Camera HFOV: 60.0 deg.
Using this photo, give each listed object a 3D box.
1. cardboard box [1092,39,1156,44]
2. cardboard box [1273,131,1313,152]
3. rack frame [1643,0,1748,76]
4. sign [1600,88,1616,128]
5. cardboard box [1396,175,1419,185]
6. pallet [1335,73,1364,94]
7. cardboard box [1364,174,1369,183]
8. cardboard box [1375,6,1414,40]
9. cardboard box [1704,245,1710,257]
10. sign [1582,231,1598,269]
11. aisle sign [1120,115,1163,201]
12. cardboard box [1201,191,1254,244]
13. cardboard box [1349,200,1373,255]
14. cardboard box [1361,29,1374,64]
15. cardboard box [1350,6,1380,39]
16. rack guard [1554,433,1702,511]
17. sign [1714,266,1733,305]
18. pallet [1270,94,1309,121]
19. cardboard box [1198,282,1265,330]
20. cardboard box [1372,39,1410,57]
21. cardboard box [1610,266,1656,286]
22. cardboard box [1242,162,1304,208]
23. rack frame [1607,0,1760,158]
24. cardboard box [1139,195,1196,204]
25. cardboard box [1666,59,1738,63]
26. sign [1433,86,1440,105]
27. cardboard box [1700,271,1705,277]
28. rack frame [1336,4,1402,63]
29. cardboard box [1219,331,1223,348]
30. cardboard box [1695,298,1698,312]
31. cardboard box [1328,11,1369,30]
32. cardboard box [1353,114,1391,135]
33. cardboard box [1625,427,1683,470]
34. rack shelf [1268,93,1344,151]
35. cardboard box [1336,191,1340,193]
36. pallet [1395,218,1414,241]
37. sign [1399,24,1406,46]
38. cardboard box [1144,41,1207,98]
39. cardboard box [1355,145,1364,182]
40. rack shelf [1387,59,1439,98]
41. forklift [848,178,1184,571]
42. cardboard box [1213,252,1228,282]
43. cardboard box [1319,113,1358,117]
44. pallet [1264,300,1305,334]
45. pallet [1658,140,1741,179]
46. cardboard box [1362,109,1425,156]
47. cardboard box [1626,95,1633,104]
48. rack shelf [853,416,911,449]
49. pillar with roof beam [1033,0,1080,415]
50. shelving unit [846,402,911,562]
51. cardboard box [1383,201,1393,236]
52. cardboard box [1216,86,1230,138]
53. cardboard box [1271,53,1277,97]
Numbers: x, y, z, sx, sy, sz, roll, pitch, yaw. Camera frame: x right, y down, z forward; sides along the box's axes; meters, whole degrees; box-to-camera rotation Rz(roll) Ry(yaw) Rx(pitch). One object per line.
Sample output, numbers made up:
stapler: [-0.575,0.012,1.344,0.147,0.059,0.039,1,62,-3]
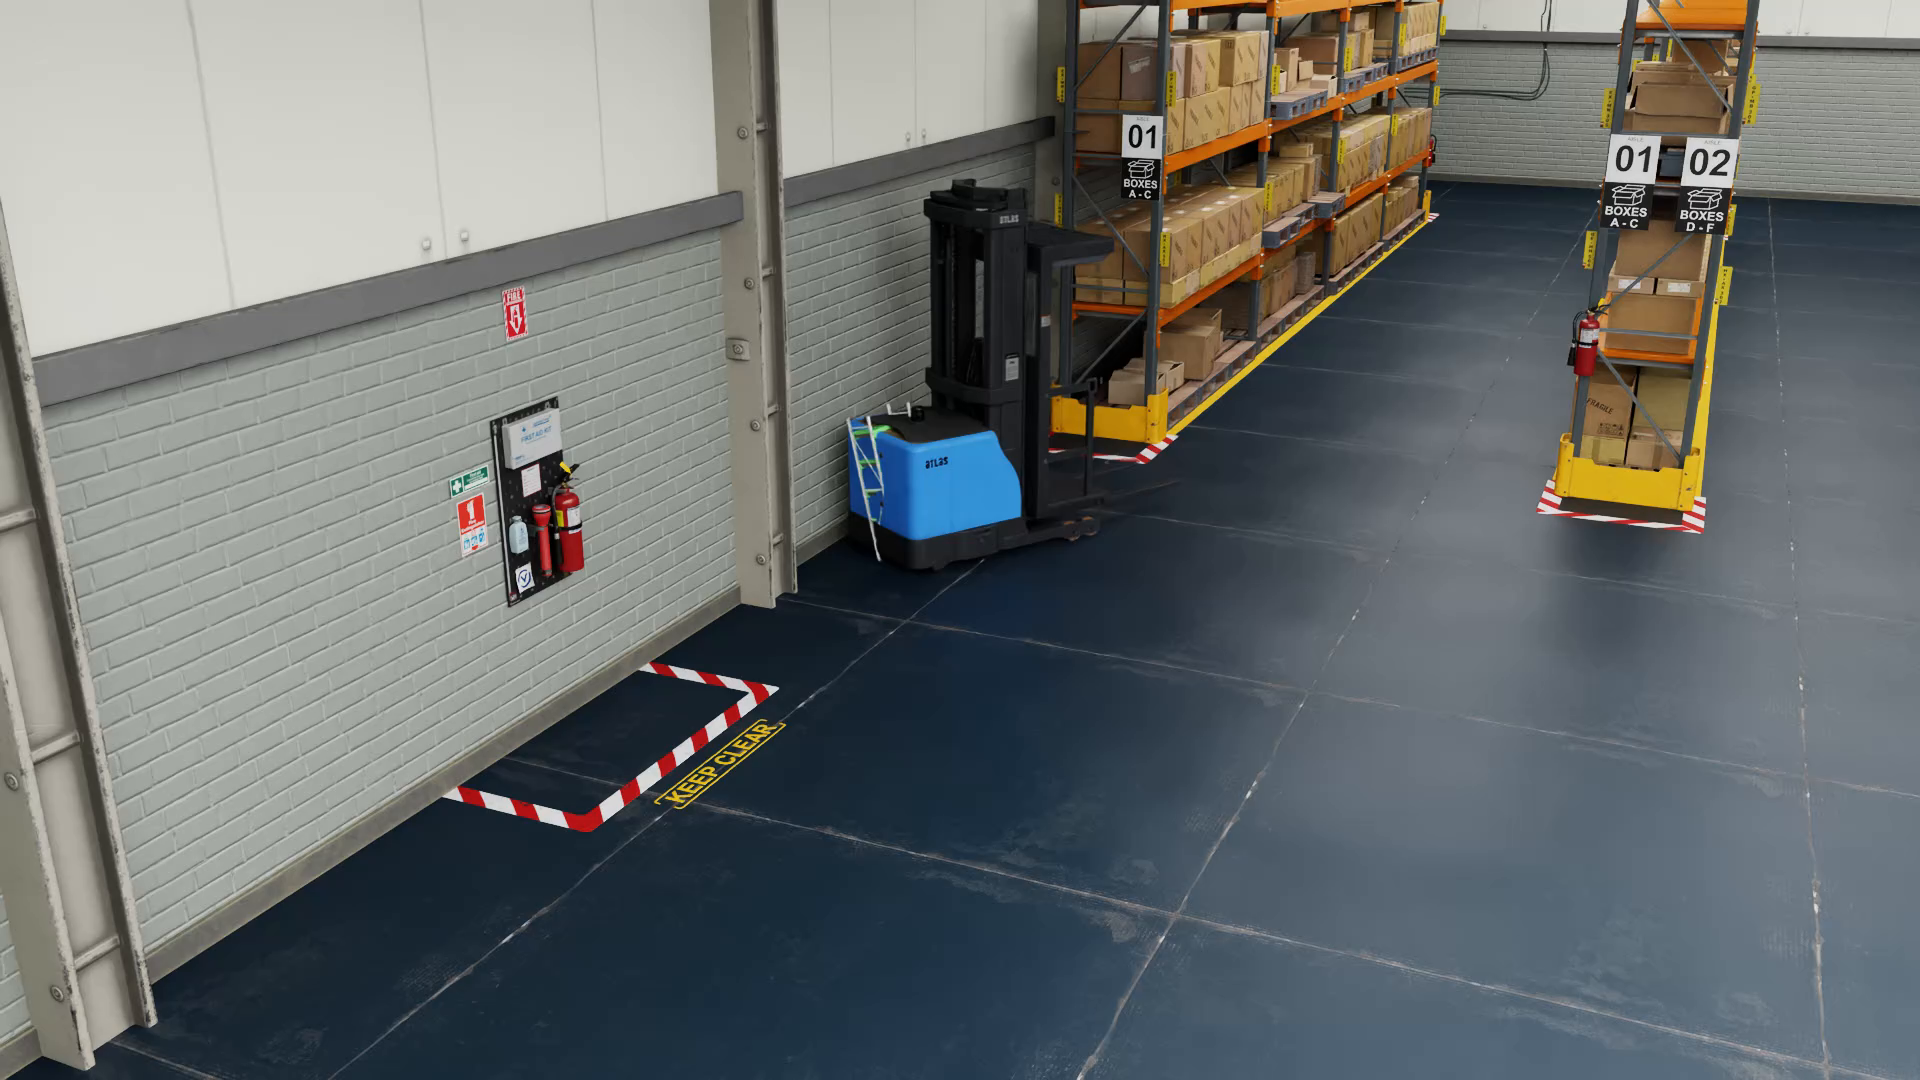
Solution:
cardboard box: [1.637,-4.757,16.721,0.500,0.500,0.500,10,22,26]
cardboard box: [4.711,-5.650,23.637,0.500,0.250,0.500,9,22,24]
rack frame: [7.644,-5.851,16.991,1.000,3.000,0.127,9,21,23]
sign: [5.517,-3.674,14.142,0.100,0.325,0.005,9,21,23]
cardboard box: [7.956,-6.405,29.638,0.380,0.149,0.250,8,21,22]
pallet: [4.977,-6.454,23.446,1.213,0.211,1.003,10,22,25]
cardboard box: [6.075,-5.590,25.555,0.380,0.149,0.250,9,21,23]
cardboard box: [6.947,-8.269,26.596,0.500,0.500,0.500,8,21,22]
cardboard box: [7.101,-2.795,16.235,0.380,0.149,0.250,9,22,24]
sign: [5.517,-2.538,14.546,0.100,0.325,0.005,9,21,23]
aisle sign: [1.730,-3.642,15.853,0.394,0.787,0.004,9,21,23]
cardboard box: [3.013,-3.655,18.844,0.500,0.500,0.500,8,21,22]
cardboard box: [5.891,-4.845,25.697,0.750,0.750,0.750,9,22,24]
cardboard box: [5.939,-7.562,25.474,0.700,0.500,0.500,7,21,20]
cardboard box: [6.473,-8.335,26.781,0.500,0.500,0.500,8,21,22]
rack guard: [5.997,-0.617,14.957,1.175,0.500,0.348,9,21,23]
sign: [6.510,-2.169,14.181,0.100,0.325,0.005,9,21,23]
pallet: [3.474,-5.202,19.923,1.213,0.211,1.003,9,21,23]
cardboard box: [3.410,-2.960,20.889,0.700,0.500,0.500,9,22,25]
cardboard box: [6.923,-7.911,26.709,0.500,0.250,0.500,8,21,23]
cardboard box: [6.095,-2.378,15.060,0.380,0.149,0.250,9,22,24]
cardboard box: [4.088,-4.651,21.765,0.700,0.500,0.500,9,21,23]
rack frame: [6.006,-4.628,13.553,1.000,3.000,0.127,9,21,23]
cardboard box: [2.316,-3.571,18.608,0.500,0.500,0.500,9,22,24]
cardboard box: [9.639,-6.002,21.742,0.910,0.500,0.500,9,21,23]
sign: [8.527,-7.950,29.765,0.100,0.325,0.005,9,21,23]
cardboard box: [6.469,-2.326,14.915,0.380,0.149,0.250,8,21,21]
rack frame: [6.400,-8.975,25.776,1.000,3.000,0.127,9,21,23]
cardboard box: [2.932,-2.408,19.834,0.380,0.166,0.250,6,20,16]
cardboard box: [6.841,-2.463,16.270,0.700,0.500,0.500,9,22,24]
cardboard box: [5.920,-7.919,25.357,0.500,0.250,0.500,10,22,27]
cardboard box: [6.442,-6.521,26.086,0.500,0.250,0.500,9,22,24]
cardboard box: [6.429,-0.837,15.324,0.500,0.250,0.500,9,21,23]
rack shelf: [3.943,-5.389,21.242,1.077,0.370,4.000,9,21,23]
cardboard box: [5.219,-4.962,23.789,0.380,0.149,0.250,9,21,23]
pallet: [7.281,-5.431,28.924,1.003,0.211,1.213,9,21,23]
sign: [6.899,-7.882,25.938,0.100,0.325,0.005,9,21,23]
cardboard box: [2.116,-4.652,16.425,0.500,0.500,0.500,8,21,22]
cardboard box: [5.621,-5.546,24.465,0.500,0.500,0.500,8,21,22]
rack shelf: [7.219,-7.834,28.118,1.077,0.370,4.000,9,21,23]
forklift: [0.573,-1.505,13.827,3.031,2.935,1.130,-13,24,-33]
cardboard box: [2.598,-2.994,18.106,0.500,0.250,0.500,9,21,23]
cardboard box: [5.973,-6.594,26.291,0.500,0.250,0.500,9,22,24]
pallet: [3.939,-3.002,22.094,1.003,0.211,1.213,9,21,23]
pallet: [6.320,-3.386,14.668,1.003,0.211,1.213,9,21,23]
cardboard box: [7.550,-7.131,29.097,0.980,0.700,0.700,8,21,22]
cardboard box: [6.465,-3.995,15.546,0.500,0.311,0.500,11,23,29]
rack shelf: [-0.622,-0.867,13.398,0.258,0.148,0.480,-1,16,41]
pillar with roof beam: [4.911,-5.049,14.736,9.100,9.000,0.400,9,21,23]
shelving unit: [-0.539,-0.469,13.485,0.258,1.200,0.503,-1,16,41]
cardboard box: [6.799,-5.383,27.733,0.700,0.500,0.500,9,21,23]
cardboard box: [2.512,-4.503,17.499,0.500,0.500,0.500,10,22,26]
cardboard box: [3.420,-5.517,19.754,0.500,0.500,0.500,12,23,30]
